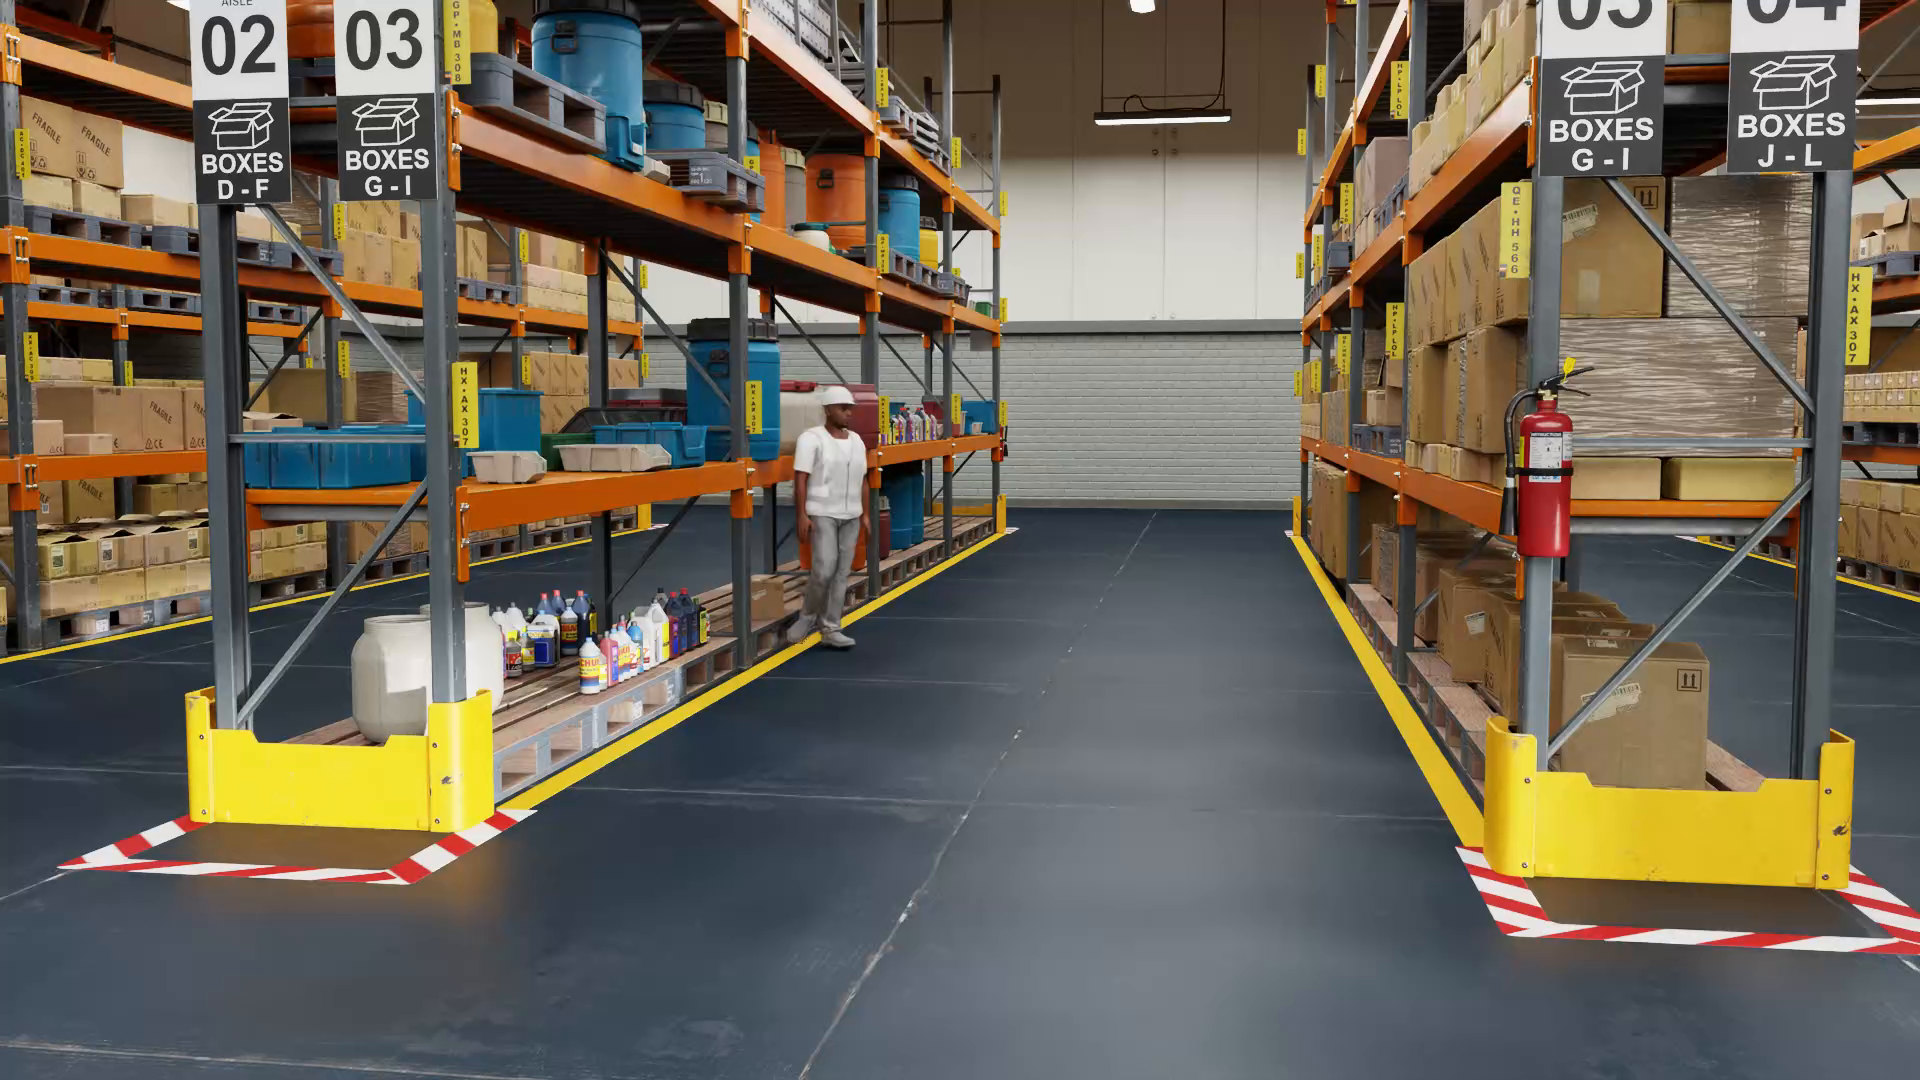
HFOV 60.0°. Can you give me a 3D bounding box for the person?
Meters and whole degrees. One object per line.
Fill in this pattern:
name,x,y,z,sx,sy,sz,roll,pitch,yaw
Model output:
person,-0.896,-0.159,11.287,0.602,1.758,0.481,-4,6,-43
